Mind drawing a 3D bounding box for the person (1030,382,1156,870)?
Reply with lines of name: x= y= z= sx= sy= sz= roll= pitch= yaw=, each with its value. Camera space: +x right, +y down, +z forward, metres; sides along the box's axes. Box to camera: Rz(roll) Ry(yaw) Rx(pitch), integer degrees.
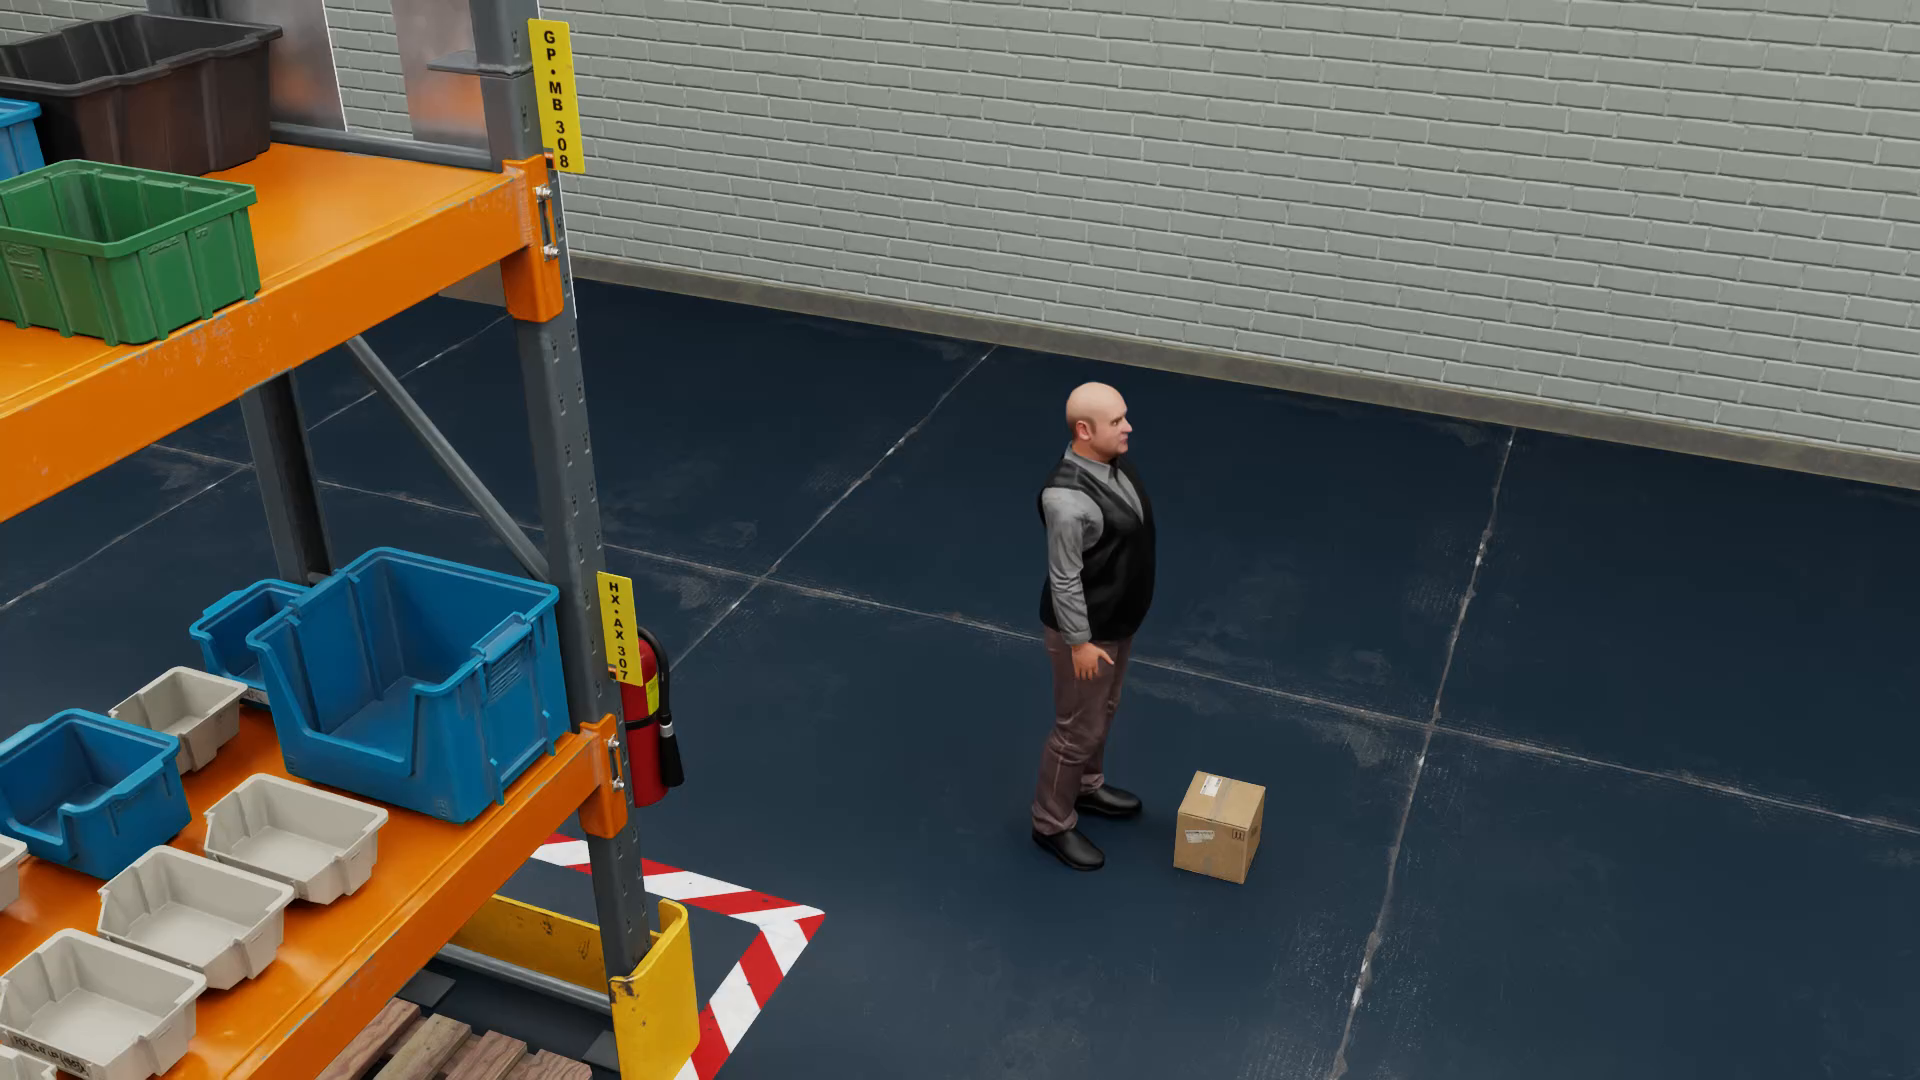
person: x=0.464 y=0.279 z=5.664 sx=0.358 sy=1.740 sz=0.544 roll=11 pitch=31 yaw=19
